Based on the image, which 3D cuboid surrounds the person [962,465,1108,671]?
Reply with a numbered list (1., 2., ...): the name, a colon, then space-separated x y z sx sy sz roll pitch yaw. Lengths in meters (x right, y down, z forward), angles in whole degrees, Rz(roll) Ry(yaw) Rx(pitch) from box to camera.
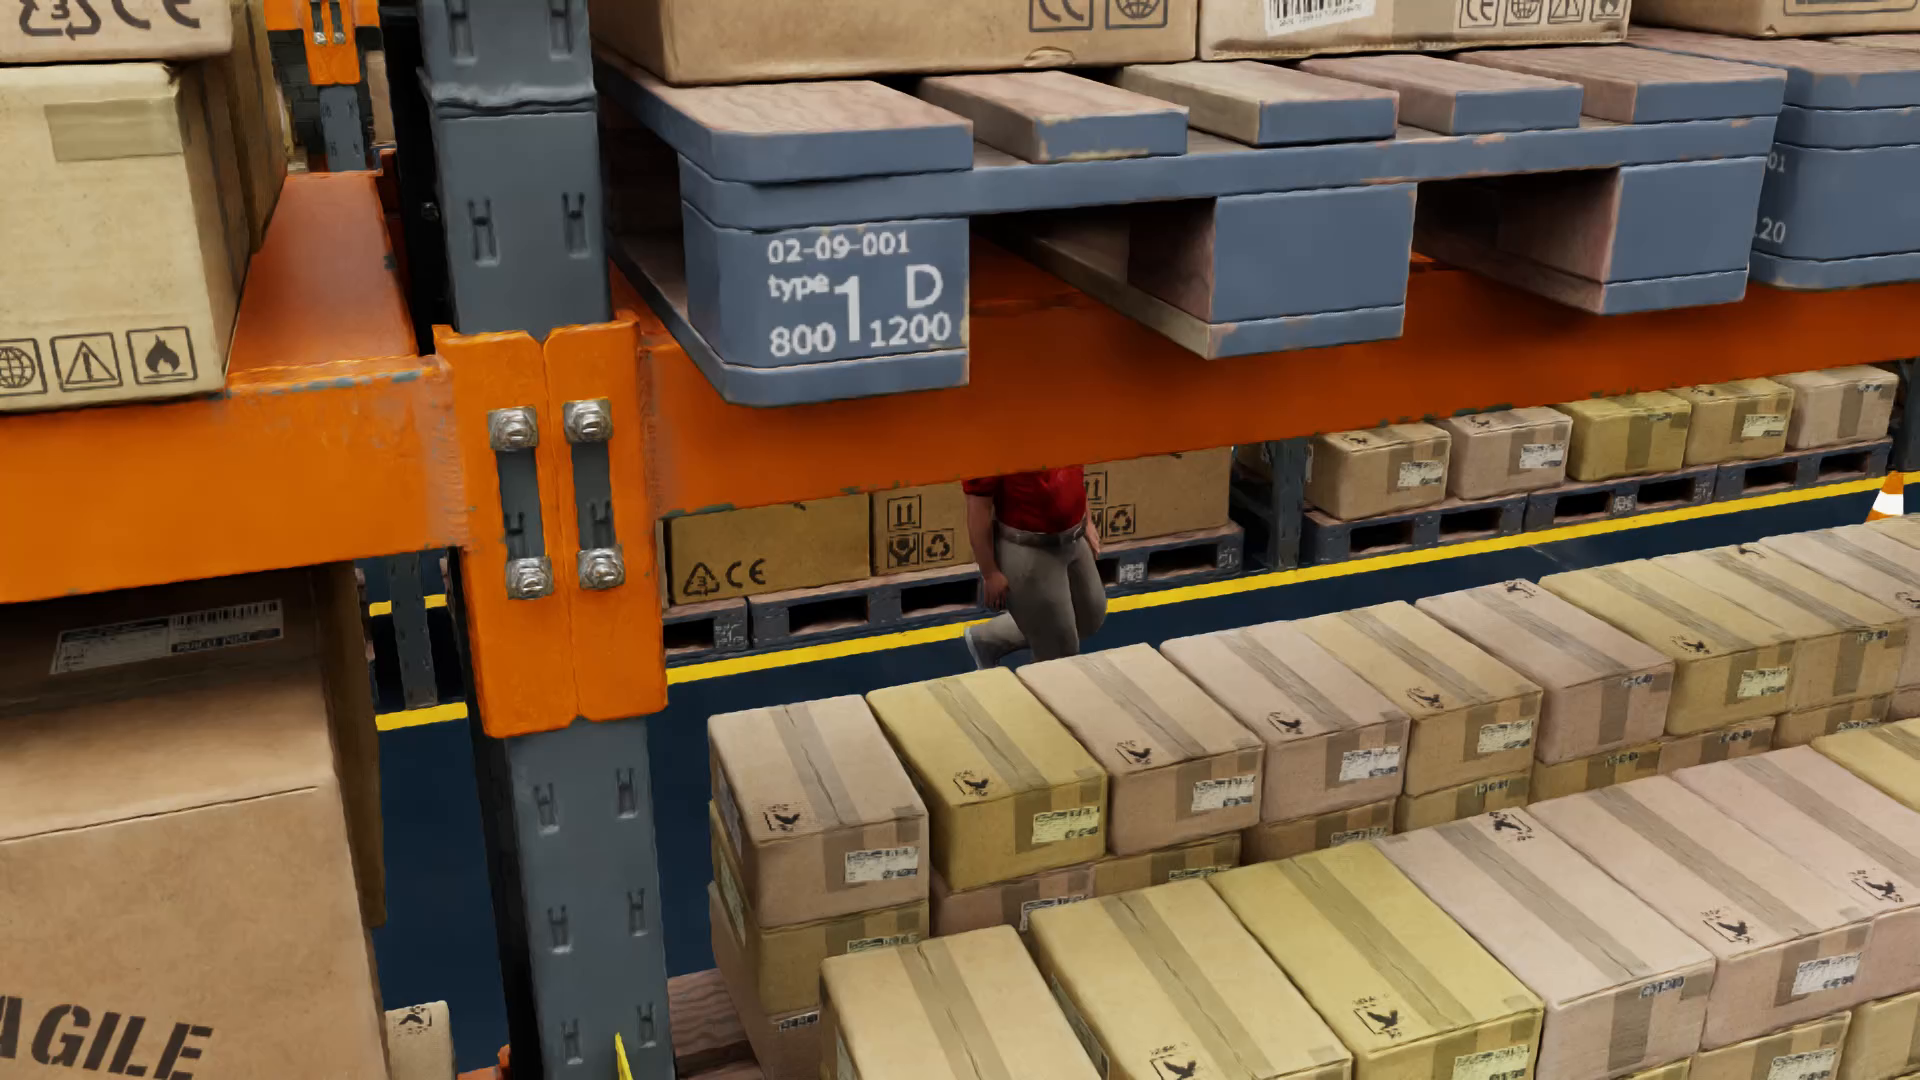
1. person: 0.256 0.029 6.078 0.715 1.688 0.606 12 25 27
